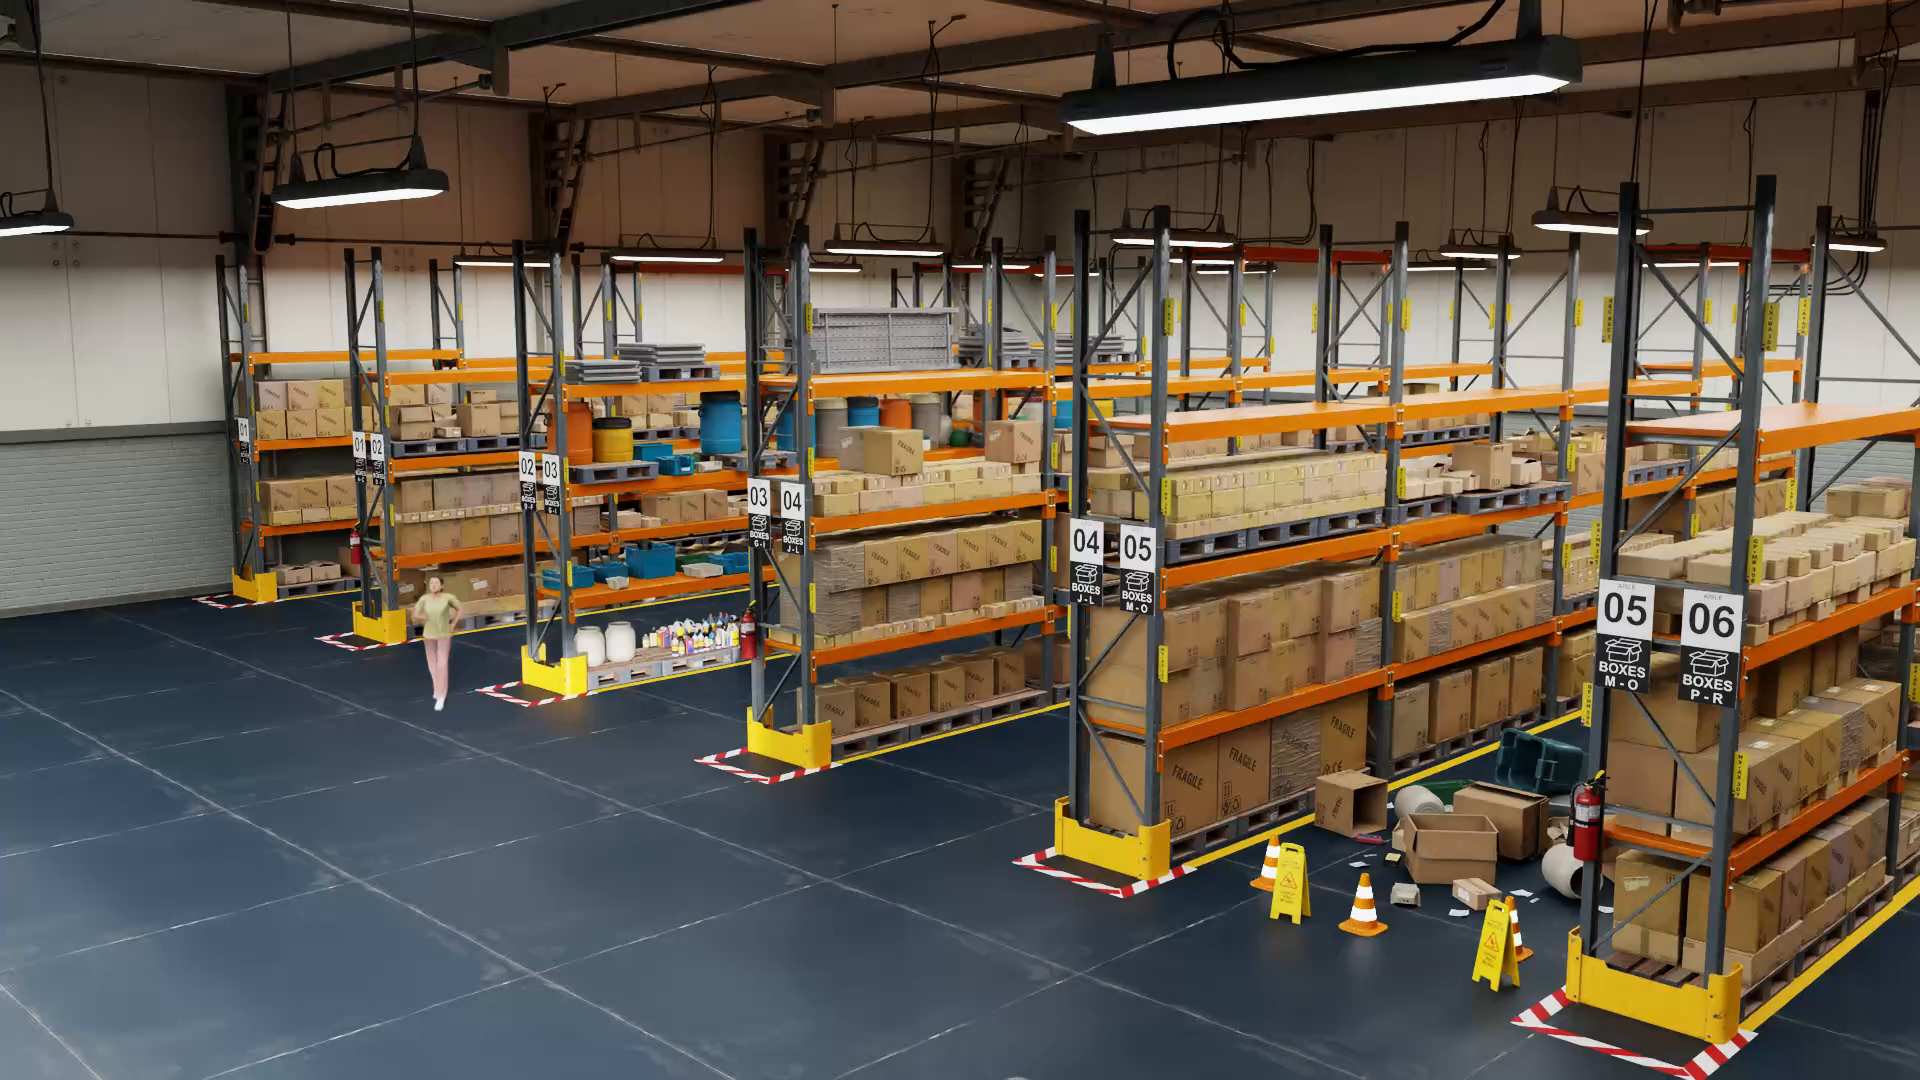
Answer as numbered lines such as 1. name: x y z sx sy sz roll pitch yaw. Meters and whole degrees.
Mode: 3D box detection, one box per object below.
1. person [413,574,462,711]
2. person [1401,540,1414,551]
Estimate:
1. person: -6.772 1.288 21.496 0.580 1.710 0.793 0 8 -1
2. person: 6.667 0.815 24.920 0.660 1.667 0.604 7 10 39
